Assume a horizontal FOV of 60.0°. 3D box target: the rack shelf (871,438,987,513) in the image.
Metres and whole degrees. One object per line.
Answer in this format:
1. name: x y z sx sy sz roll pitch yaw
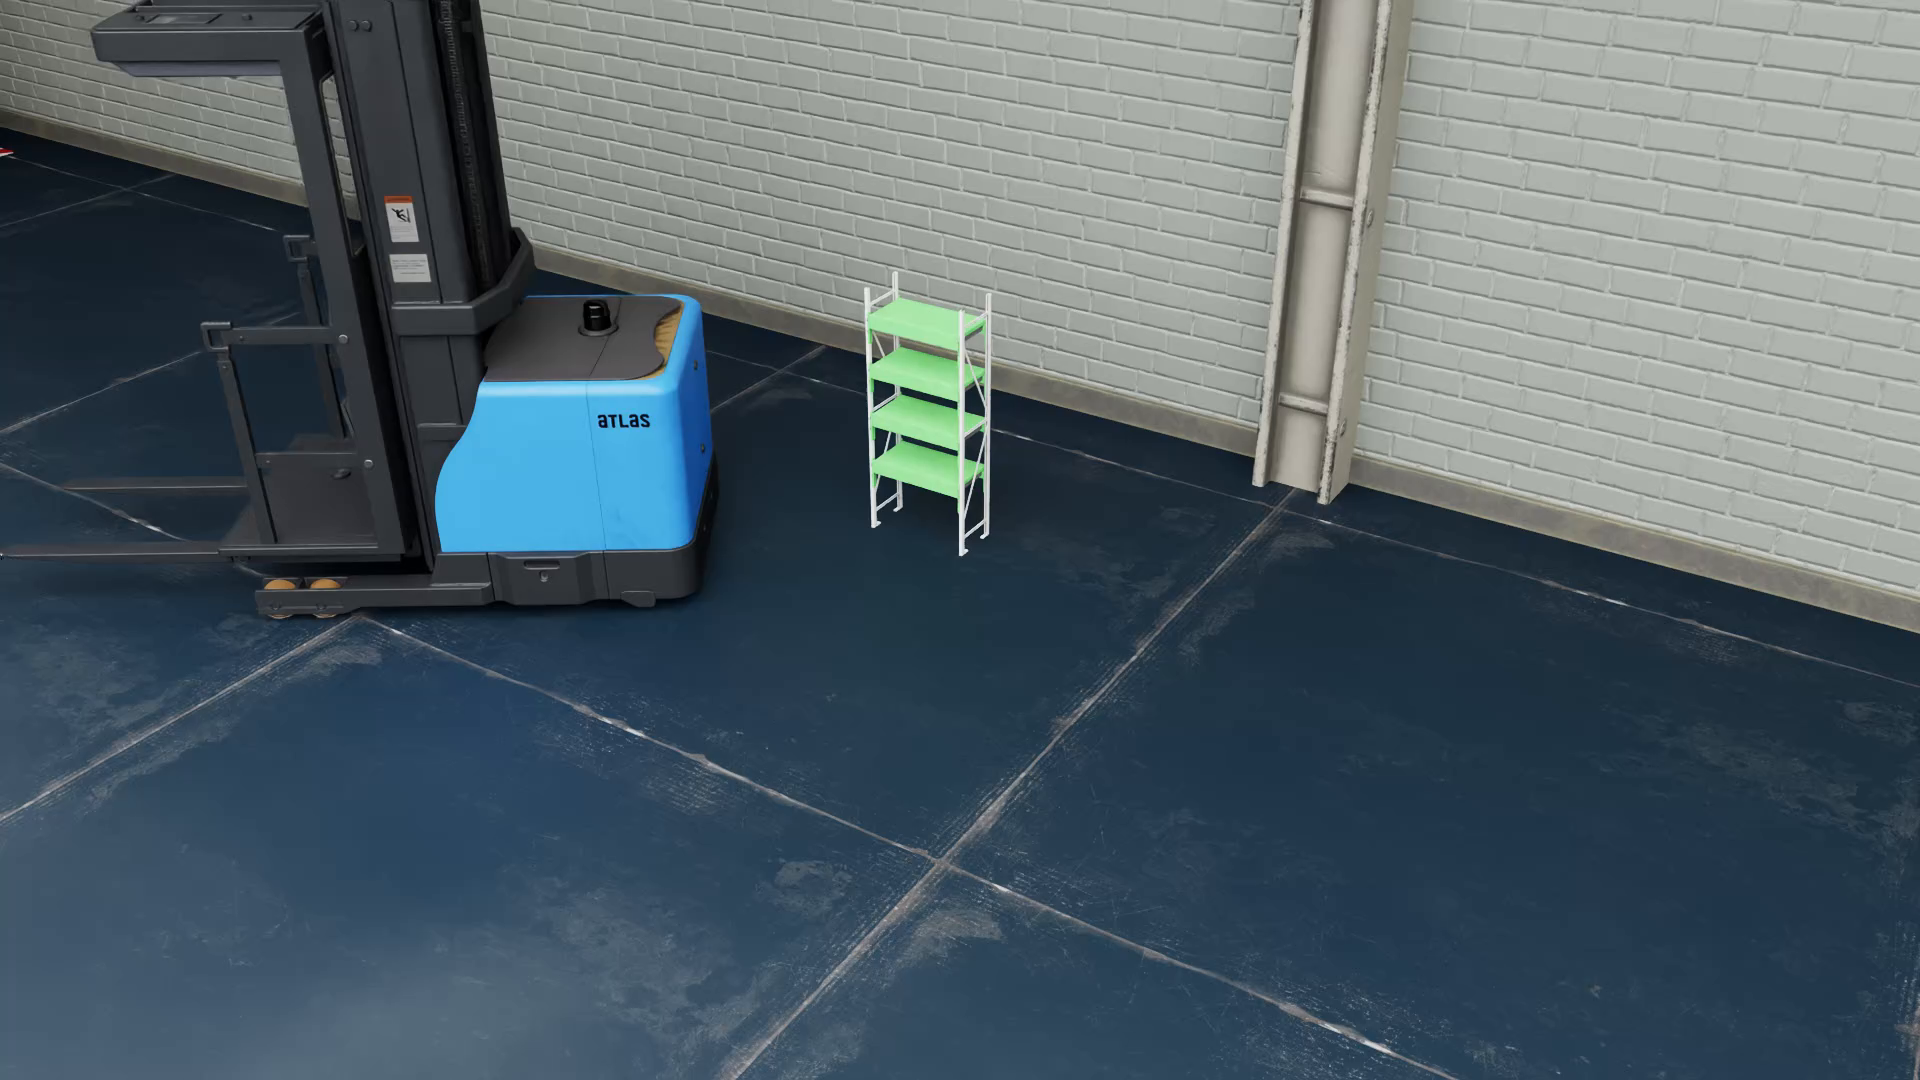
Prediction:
1. rack shelf: -0.140 -0.300 7.677 0.480 0.148 0.258 18 35 27

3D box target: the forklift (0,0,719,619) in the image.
1. forklift: -2.660 -1.197 6.893 3.031 2.935 1.130 -1 30 -1

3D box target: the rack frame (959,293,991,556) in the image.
1. rack frame: 0.066 -0.497 7.412 0.015 1.200 0.240 18 35 27

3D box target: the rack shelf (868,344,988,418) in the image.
1. rack shelf: -0.140 -0.715 7.435 0.480 0.148 0.258 18 35 27

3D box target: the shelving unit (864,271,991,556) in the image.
1. shelving unit: -0.140 -0.563 7.524 0.503 1.200 0.258 18 35 27

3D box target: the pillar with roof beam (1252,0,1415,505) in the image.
1. pillar with roof beam: -0.598 -2.337 2.826 0.400 9.000 9.100 18 35 27

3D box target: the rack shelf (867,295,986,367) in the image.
1. rack shelf: -0.140 -0.922 7.314 0.480 0.148 0.258 18 35 27

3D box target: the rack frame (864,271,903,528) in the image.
1. rack frame: -0.347 -0.628 7.636 0.015 1.200 0.240 18 35 27

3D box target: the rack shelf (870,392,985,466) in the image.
1. rack shelf: -0.140 -0.507 7.556 0.480 0.148 0.258 18 35 27
